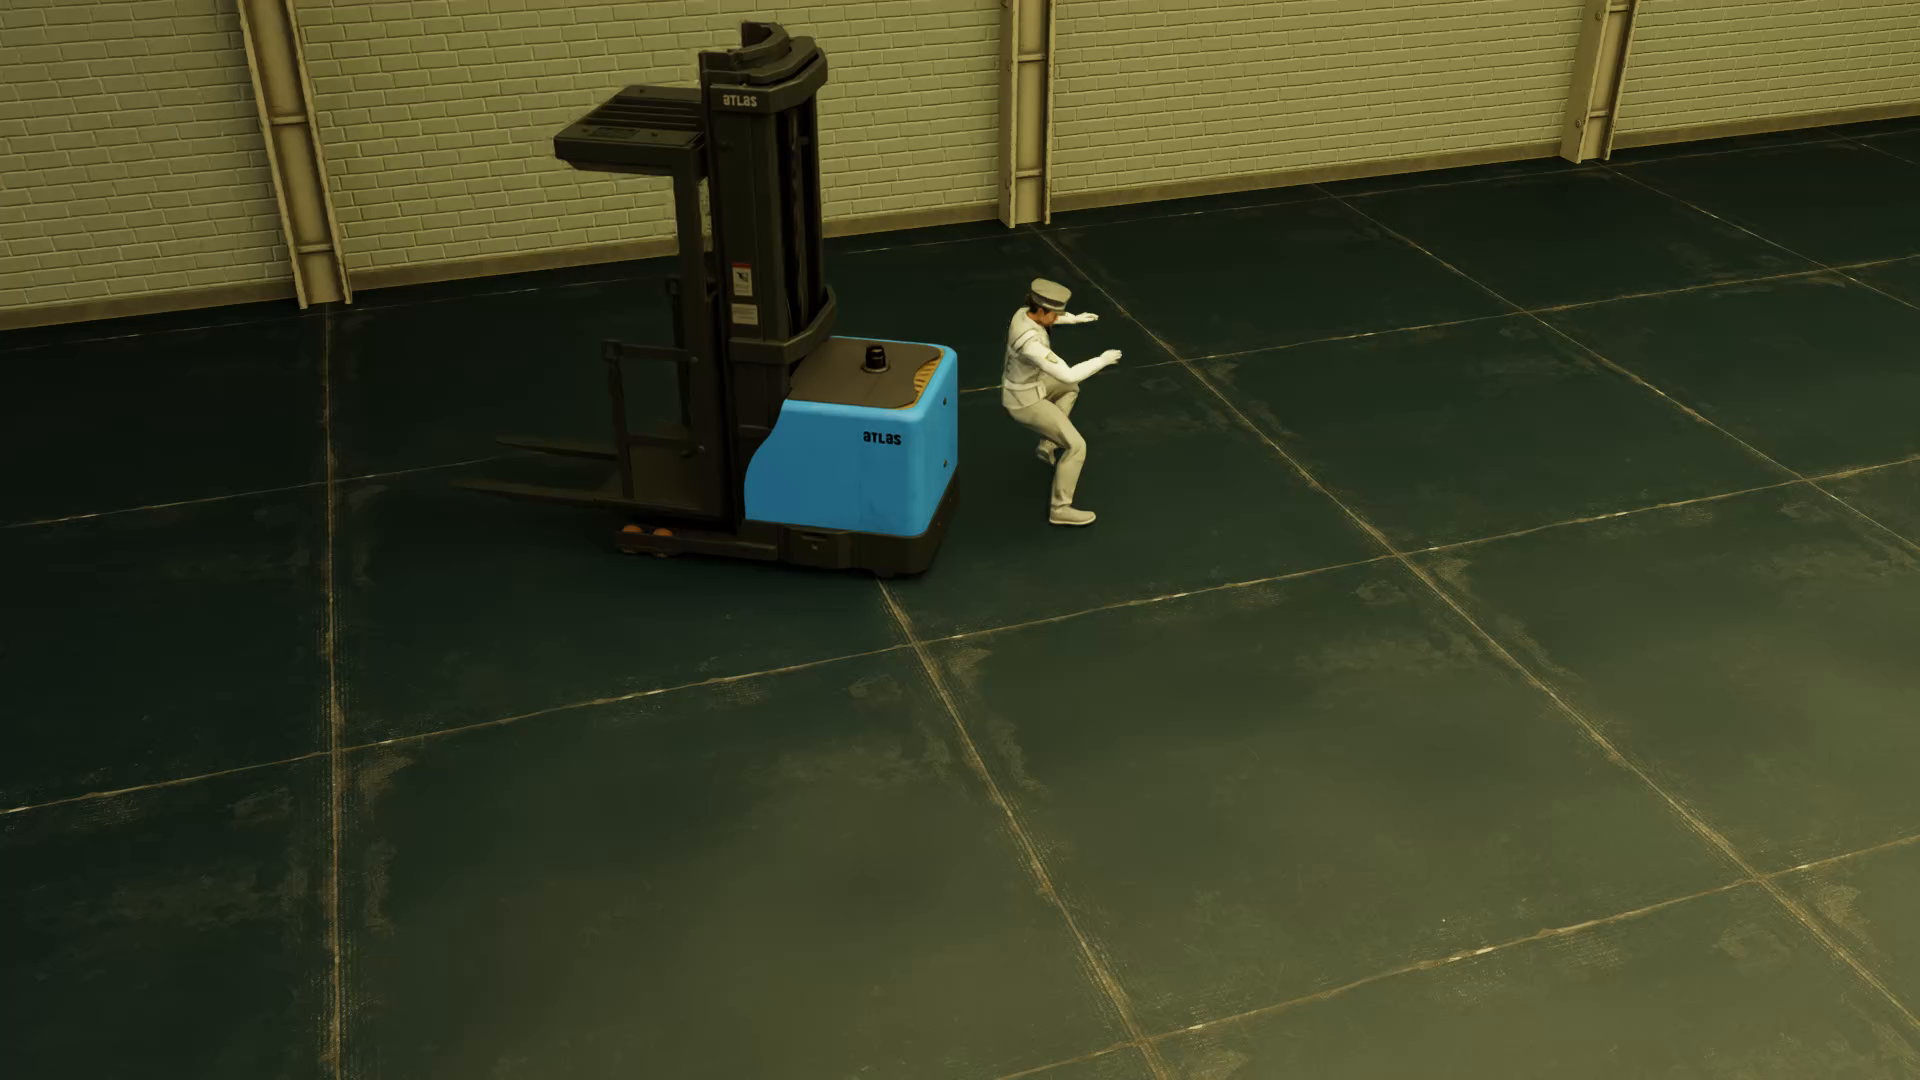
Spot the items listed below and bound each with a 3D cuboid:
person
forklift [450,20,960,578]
[{"bbox_3d":[0.610,-0.924,10.198,0.721,1.415,0.921,0,30,0],"label":"person"},{"bbox_3d":[-1.573,-1.419,9.553,3.031,2.935,1.130,6,30,11],"label":"forklift"}]
